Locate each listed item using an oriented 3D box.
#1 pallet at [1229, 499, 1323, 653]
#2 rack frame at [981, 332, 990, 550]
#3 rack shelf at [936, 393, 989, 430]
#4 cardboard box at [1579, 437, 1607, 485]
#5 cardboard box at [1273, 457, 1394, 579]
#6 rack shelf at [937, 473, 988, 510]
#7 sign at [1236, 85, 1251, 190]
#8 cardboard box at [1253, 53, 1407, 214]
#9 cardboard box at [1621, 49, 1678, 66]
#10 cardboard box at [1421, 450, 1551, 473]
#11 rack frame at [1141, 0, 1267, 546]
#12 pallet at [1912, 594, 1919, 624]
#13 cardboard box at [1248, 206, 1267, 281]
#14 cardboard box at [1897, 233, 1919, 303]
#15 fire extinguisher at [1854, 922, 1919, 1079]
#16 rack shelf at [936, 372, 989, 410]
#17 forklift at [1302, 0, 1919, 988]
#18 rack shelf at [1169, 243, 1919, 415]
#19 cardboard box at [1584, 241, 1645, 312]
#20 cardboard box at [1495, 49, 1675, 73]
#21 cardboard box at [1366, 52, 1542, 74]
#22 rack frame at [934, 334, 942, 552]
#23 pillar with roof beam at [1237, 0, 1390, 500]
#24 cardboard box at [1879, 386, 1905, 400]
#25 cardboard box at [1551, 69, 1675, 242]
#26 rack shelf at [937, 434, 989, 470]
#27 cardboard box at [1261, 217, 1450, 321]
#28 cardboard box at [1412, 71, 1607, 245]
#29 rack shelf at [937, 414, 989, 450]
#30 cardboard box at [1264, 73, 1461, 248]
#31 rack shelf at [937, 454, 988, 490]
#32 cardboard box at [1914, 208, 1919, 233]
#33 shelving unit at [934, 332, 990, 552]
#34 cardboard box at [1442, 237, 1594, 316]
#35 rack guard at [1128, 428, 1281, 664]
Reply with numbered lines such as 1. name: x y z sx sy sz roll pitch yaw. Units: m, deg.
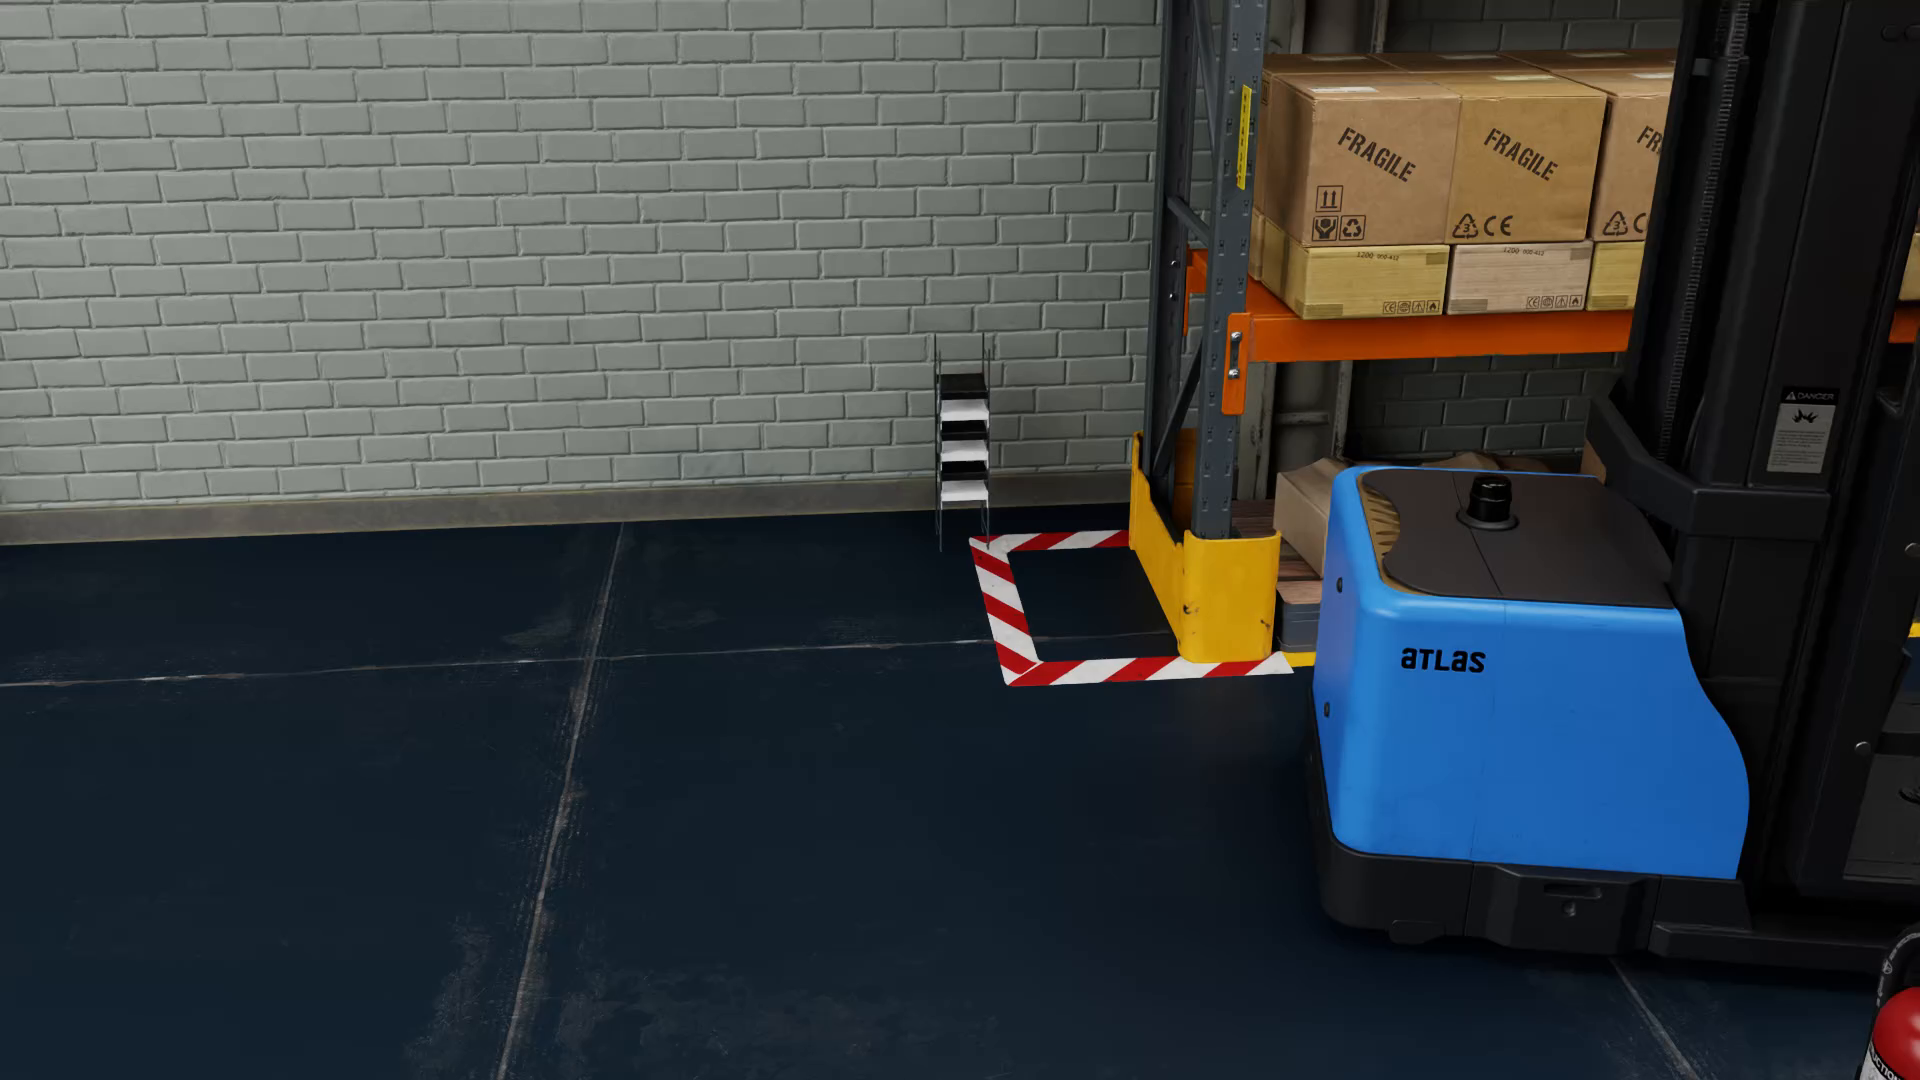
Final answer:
1. pallet: 1.766 0.106 6.751 1.213 0.211 1.003 -2 24 -5
2. rack frame: 0.109 -0.416 7.077 0.006 0.900 0.240 -2 24 -5
3. rack shelf: 0.008 -0.546 7.008 0.200 0.077 0.258 -2 24 -5
4. cardboard box: 2.878 -0.229 6.608 0.500 0.500 0.700 -4 24 -8
5. cardboard box: 1.576 -0.111 6.574 0.500 0.311 0.500 -5 24 -11
6. rack shelf: 0.008 -0.217 7.155 0.200 0.077 0.258 -2 24 -5
7. sign: 0.932 -1.323 5.468 0.005 0.325 0.100 -2 24 -5
8. cardboard box: 1.327 -1.535 6.247 0.500 0.500 0.500 -3 24 -6
9. cardboard box: 2.844 -1.594 6.379 0.500 0.500 0.500 -2 24 -4
10. cardboard box: 2.143 -0.133 6.626 0.500 0.311 0.500 0 24 -1
11. rack frame: 0.878 -1.147 6.137 0.127 3.000 1.000 -2 24 -5
12. pallet: 4.194 0.009 6.971 1.213 0.211 1.003 -2 24 -5
13. cardboard box: 1.325 -1.185 6.382 0.500 0.250 0.500 -2 24 -4
14. cardboard box: 3.422 -1.063 6.108 0.500 0.250 0.500 -2 24 -5
15. fire extinguisher: 1.206 0.707 2.060 0.183 0.674 0.296 -2 24 -5
16. rack shelf: 0.008 -0.628 6.972 0.200 0.077 0.258 -2 24 -5
17. forklift: 2.585 -0.330 4.385 3.031 2.935 1.130 3 24 7
18. rack shelf: 2.869 -0.898 6.463 4.000 0.370 1.077 -2 24 -5
19. cardboard box: 2.418 -1.023 6.019 0.500 0.250 0.500 -3 24 -6
20. cardboard box: 2.343 -1.573 6.334 0.500 0.500 0.500 -3 24 -7
21. cardboard box: 1.828 -1.551 6.283 0.500 0.500 0.500 -2 24 -4
22. rack frame: -0.093 -0.407 7.059 0.006 0.900 0.240 -2 24 -5
23. pillar with roof beam: 1.913 -2.526 1.854 0.400 9.000 9.100 -2 24 -5
24. cardboard box: 3.830 -0.308 6.785 0.500 0.500 0.500 -4 24 -9
25. cardboard box: 2.391 -1.362 5.857 0.500 0.500 0.500 -3 24 -7
26. rack shelf: 0.008 -0.381 7.081 0.200 0.077 0.258 -2 24 -5
27. cardboard box: 1.395 -0.979 5.919 0.500 0.250 0.500 -3 24 -7
28. cardboard box: 1.876 -1.344 5.816 0.500 0.500 0.500 -2 24 -5
29. rack shelf: 0.008 -0.463 7.045 0.200 0.077 0.258 -2 24 -5
30. cardboard box: 1.383 -1.328 5.781 0.500 0.500 0.500 -2 24 -5
31. rack shelf: 0.008 -0.299 7.118 0.200 0.077 0.258 -2 24 -5
32. cardboard box: 3.421 -1.408 5.962 0.500 0.500 0.500 -3 24 -7
33. shelving unit: 0.008 -0.412 7.068 0.210 0.900 0.258 -2 24 -5
34. cardboard box: 1.911 -1.005 5.979 0.500 0.250 0.500 -3 24 -7
35. rack guard: 0.954 -0.008 6.652 0.348 0.500 1.175 -2 24 -5
